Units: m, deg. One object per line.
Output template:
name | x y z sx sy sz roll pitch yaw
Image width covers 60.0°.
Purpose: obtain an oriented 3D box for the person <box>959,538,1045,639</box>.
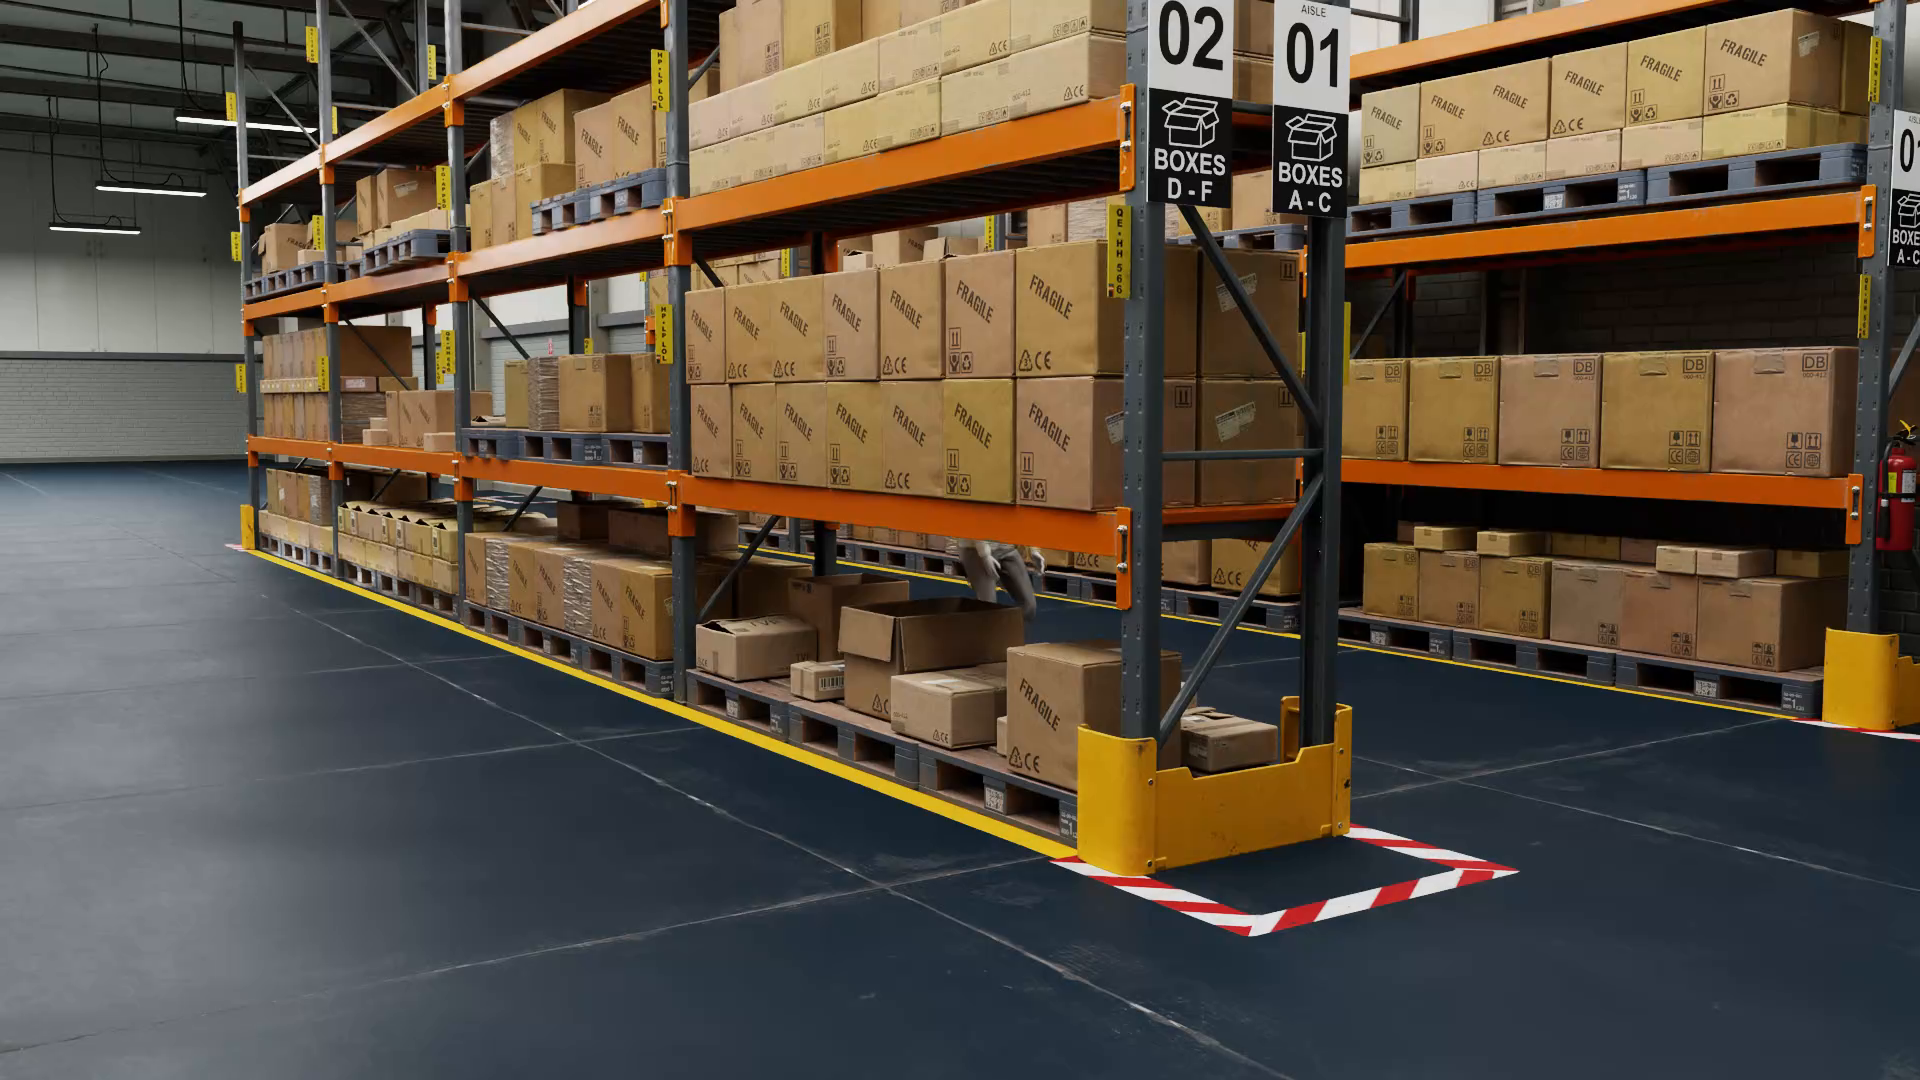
person | 0.268 0.086 10.250 0.520 1.559 0.548 -3 6 -33
